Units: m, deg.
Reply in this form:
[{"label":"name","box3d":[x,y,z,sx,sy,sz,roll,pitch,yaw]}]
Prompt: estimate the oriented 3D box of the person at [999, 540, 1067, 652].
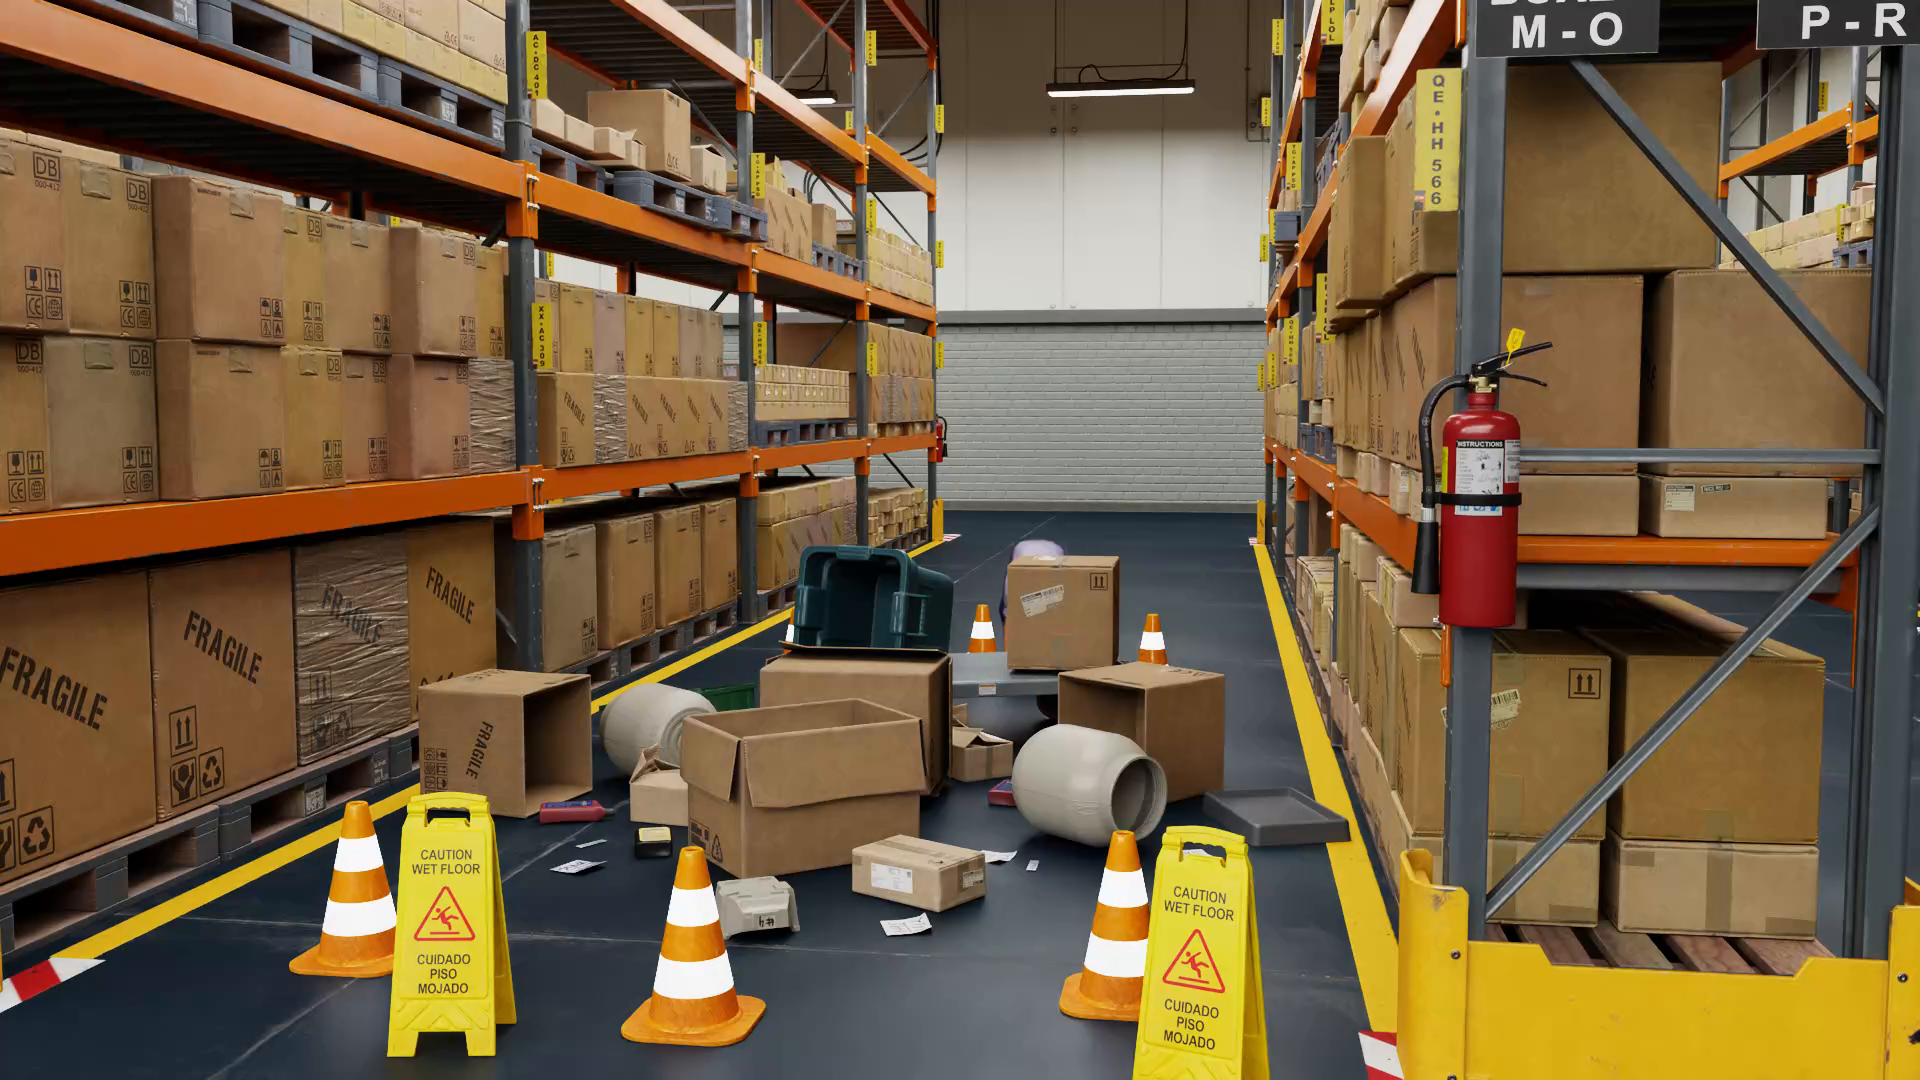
[{"label":"person","box3d":[0.498,0.417,10.160,0.515,0.808,0.904,0,5,2]}]
